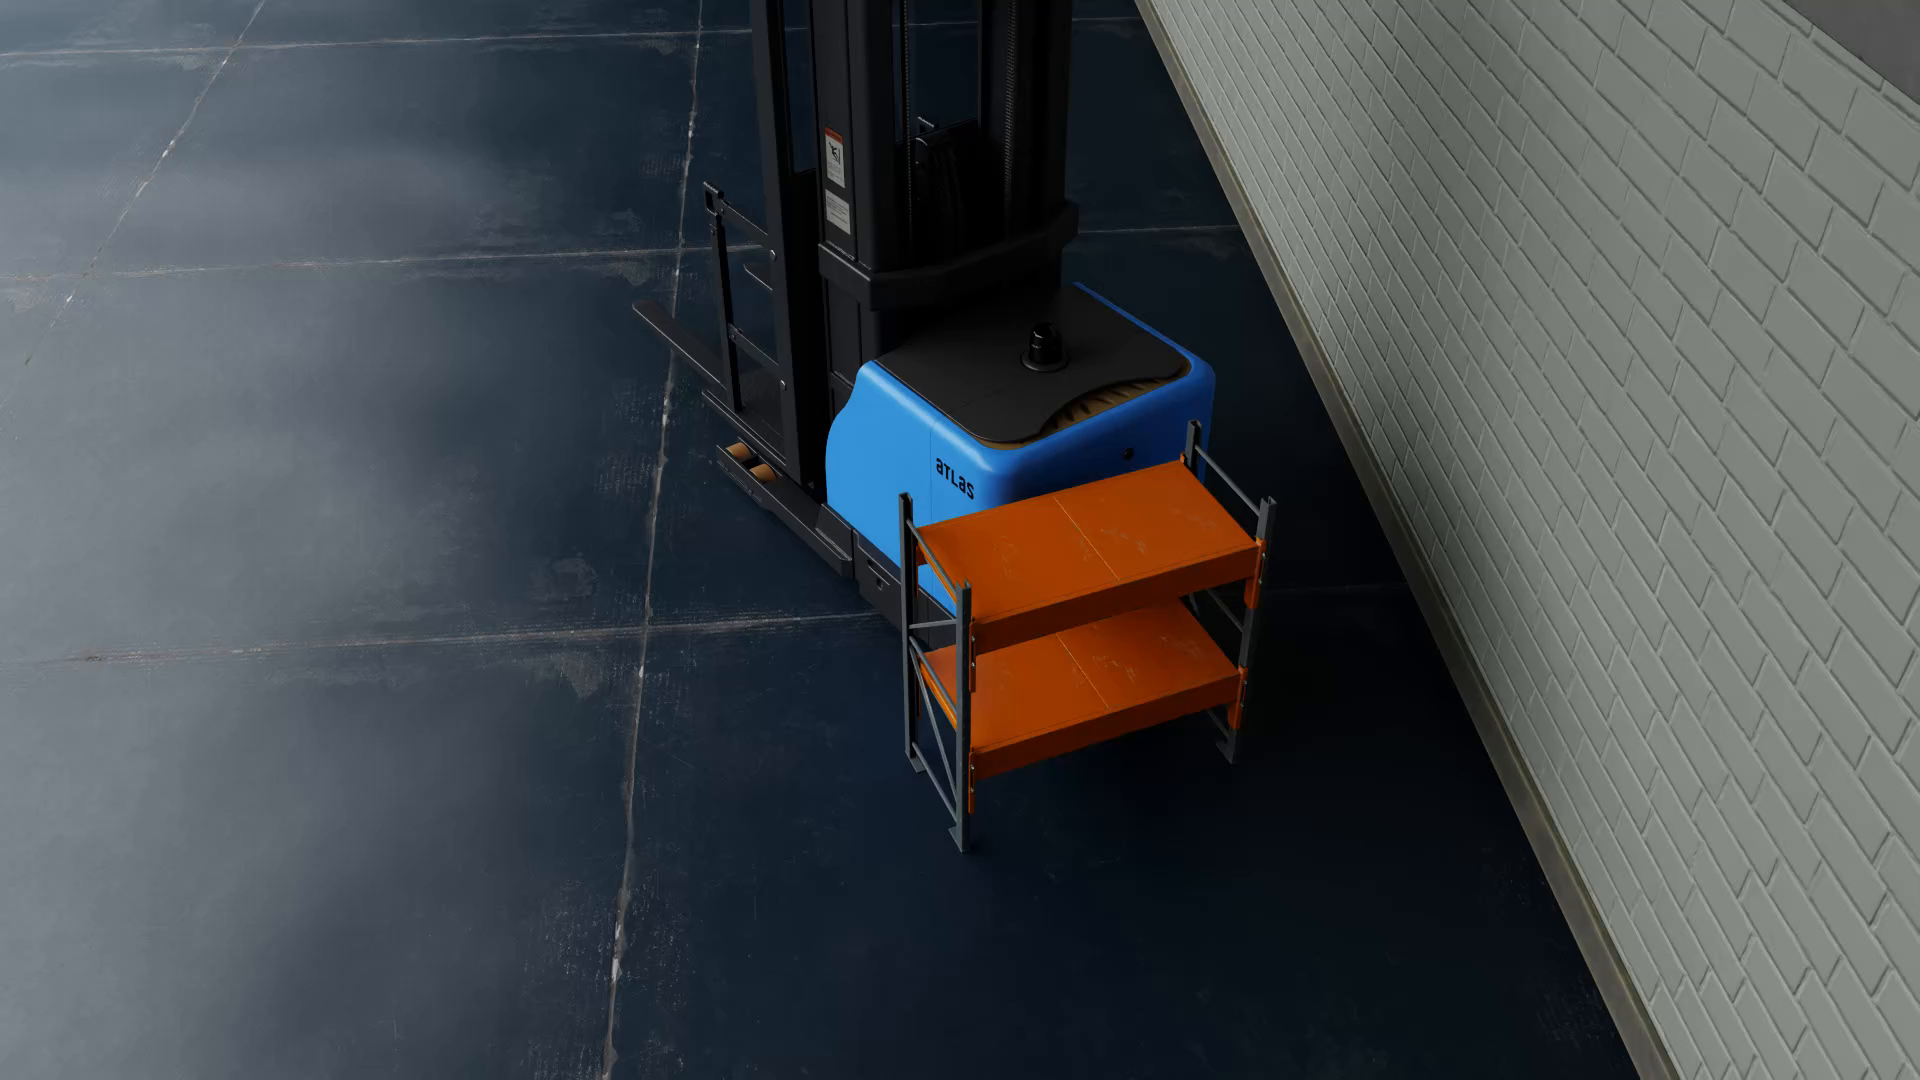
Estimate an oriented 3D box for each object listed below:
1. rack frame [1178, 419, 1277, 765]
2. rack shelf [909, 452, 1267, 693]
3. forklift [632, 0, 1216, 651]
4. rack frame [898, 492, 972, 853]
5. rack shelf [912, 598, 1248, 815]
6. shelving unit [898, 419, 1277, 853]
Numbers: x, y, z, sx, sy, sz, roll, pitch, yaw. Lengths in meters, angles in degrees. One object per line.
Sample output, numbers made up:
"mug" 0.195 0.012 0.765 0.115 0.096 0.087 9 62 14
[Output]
"rack frame" 0.857 0.191 5.600 0.032 1.125 0.500 -15 41 -18
"rack shelf" 0.389 0.085 5.261 1.000 0.278 0.538 -15 41 -18
"forklift" -0.371 -1.460 6.235 1.130 2.935 3.031 -25 45 -28
"rack frame" -0.078 0.439 5.286 0.032 1.125 0.500 -15 41 -18
"rack shelf" 0.389 0.507 5.594 1.000 0.278 0.538 -15 41 -18
"shelving unit" 0.389 0.315 5.443 1.048 1.125 0.538 -15 41 -18
